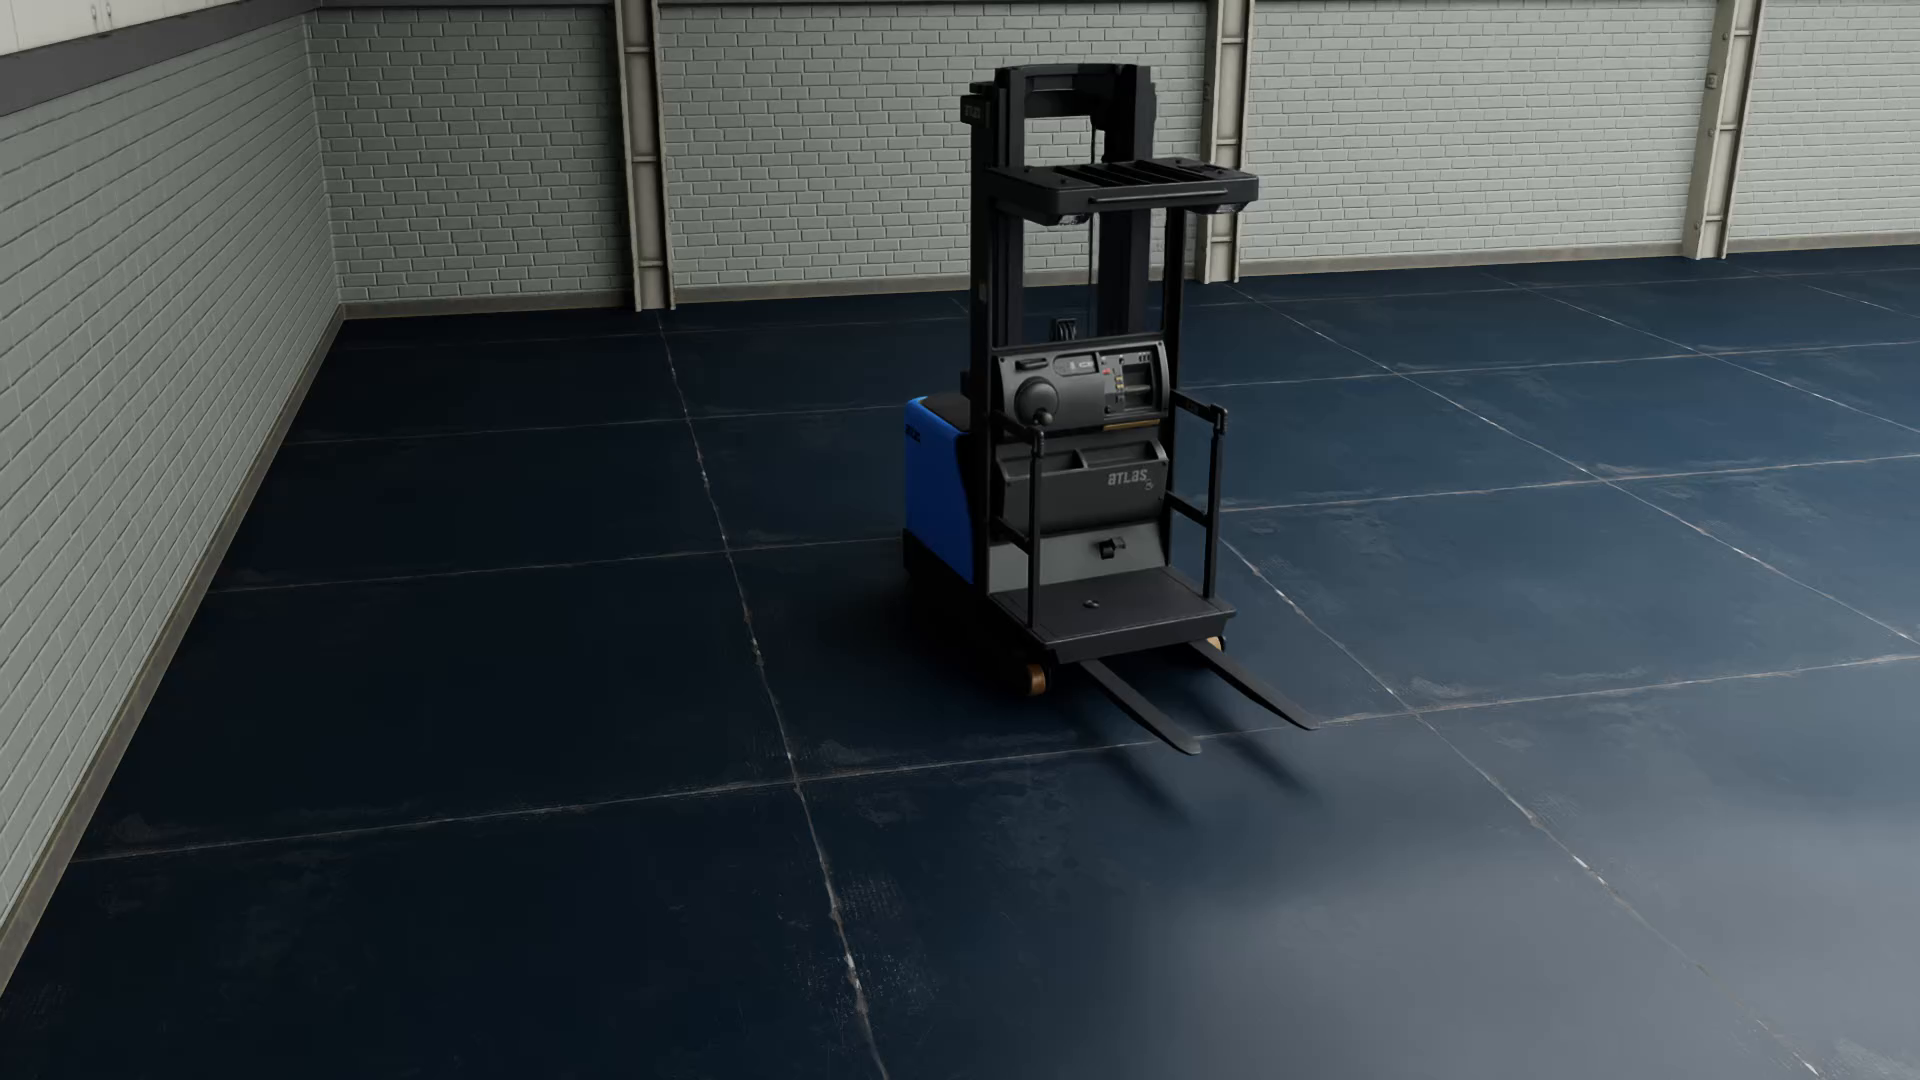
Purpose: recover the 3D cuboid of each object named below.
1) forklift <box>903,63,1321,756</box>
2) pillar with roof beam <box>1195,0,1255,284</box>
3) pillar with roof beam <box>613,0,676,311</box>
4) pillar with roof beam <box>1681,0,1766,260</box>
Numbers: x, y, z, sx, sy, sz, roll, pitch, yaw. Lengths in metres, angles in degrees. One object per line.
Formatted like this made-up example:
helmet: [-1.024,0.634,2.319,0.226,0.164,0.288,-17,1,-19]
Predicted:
forklift: [0.709,-0.768,8.150,1.130,2.935,3.031,-8,22,-21]
pillar with roof beam: [3.763,-5.596,12.510,0.400,9.000,9.100,-5,21,-12]
pillar with roof beam: [-2.076,-5.122,11.213,0.400,9.000,9.100,-5,21,-12]
pillar with roof beam: [9.602,-6.071,13.806,0.400,9.000,9.100,-5,21,-12]
